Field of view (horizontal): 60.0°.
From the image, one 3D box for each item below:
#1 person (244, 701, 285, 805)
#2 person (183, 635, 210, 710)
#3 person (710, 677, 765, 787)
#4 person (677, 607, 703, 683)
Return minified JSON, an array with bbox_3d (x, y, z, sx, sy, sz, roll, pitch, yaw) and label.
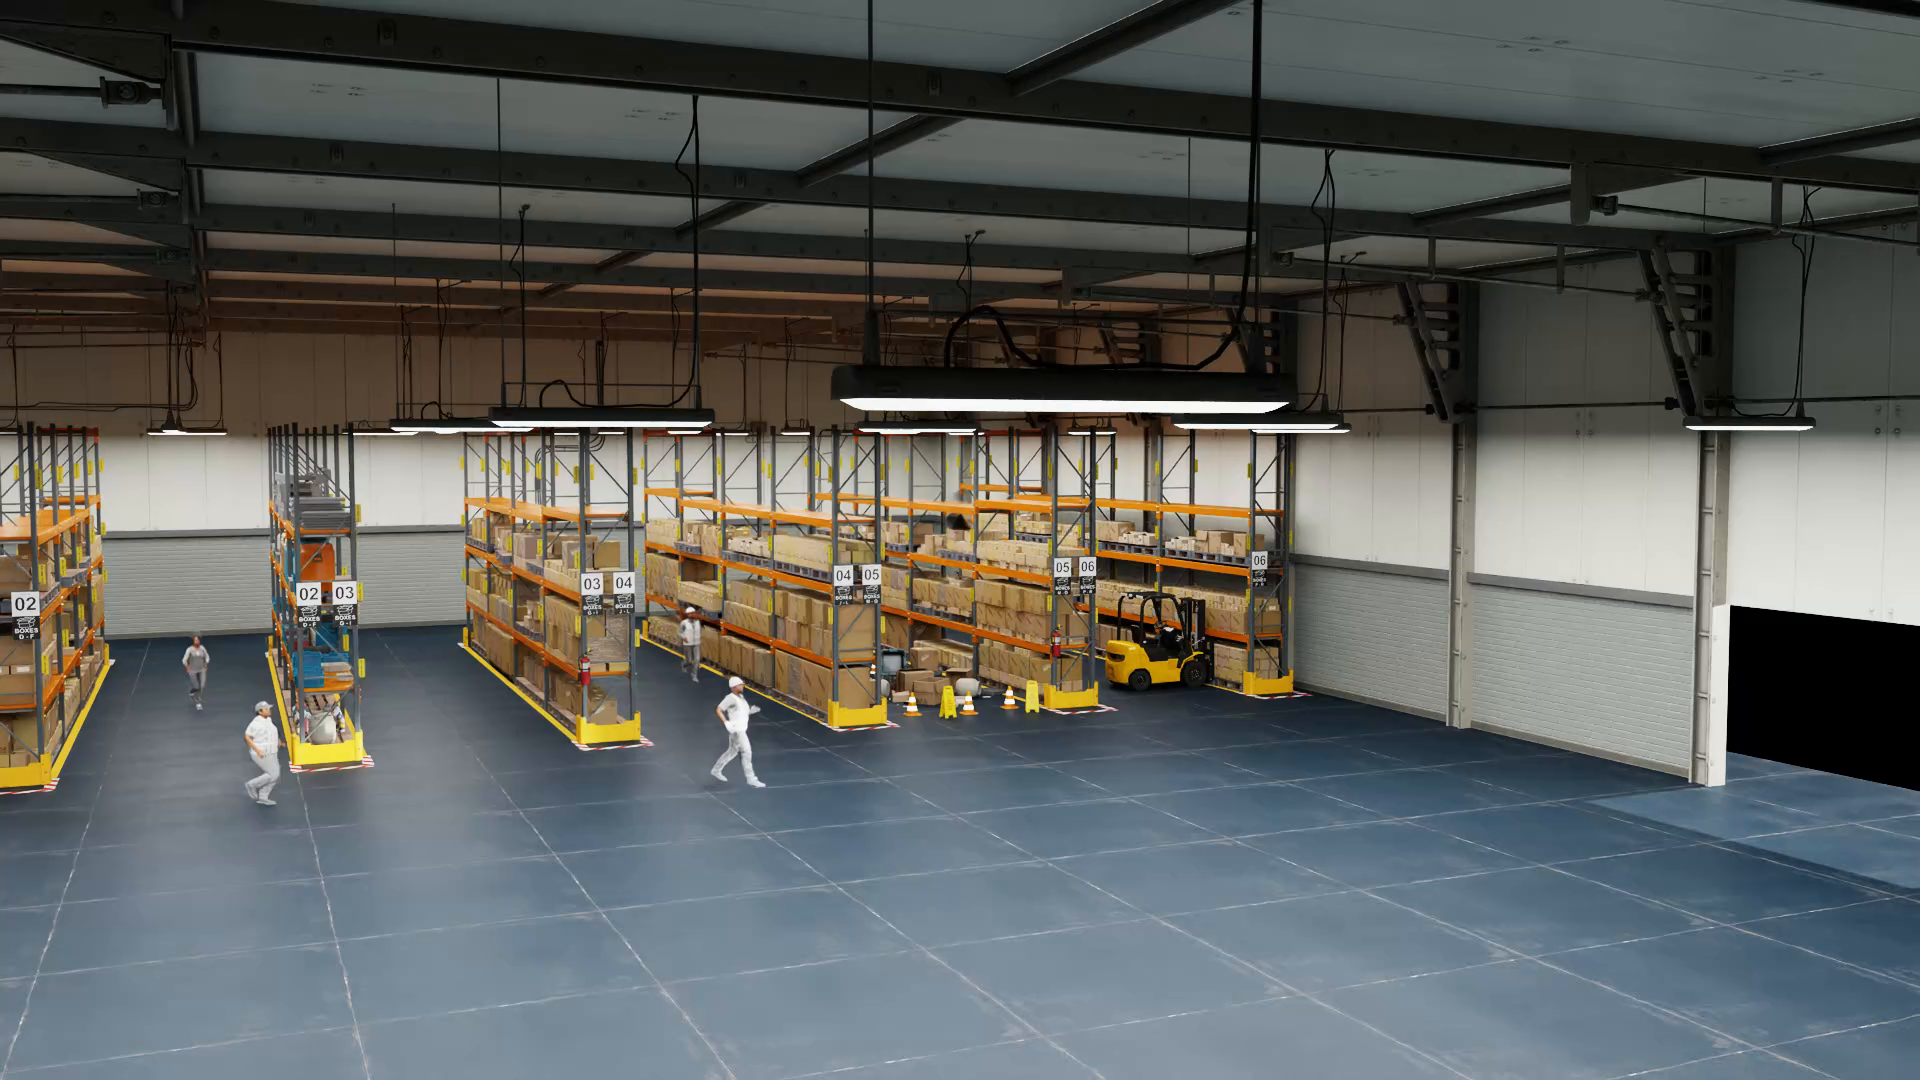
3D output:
[{"bbox_3d":[-10.854,3.330,25.986,0.546,1.621,0.613,0,3,0],"label":"person"},{"bbox_3d":[-16.205,2.809,35.309,0.536,1.543,0.562,-3,4,-37],"label":"person"},{"bbox_3d":[-3.653,3.138,27.273,0.936,1.801,0.675,0,3,3],"label":"person"},{"bbox_3d":[-6.355,2.463,39.317,0.661,1.758,0.792,-2,4,-29],"label":"person"}]
